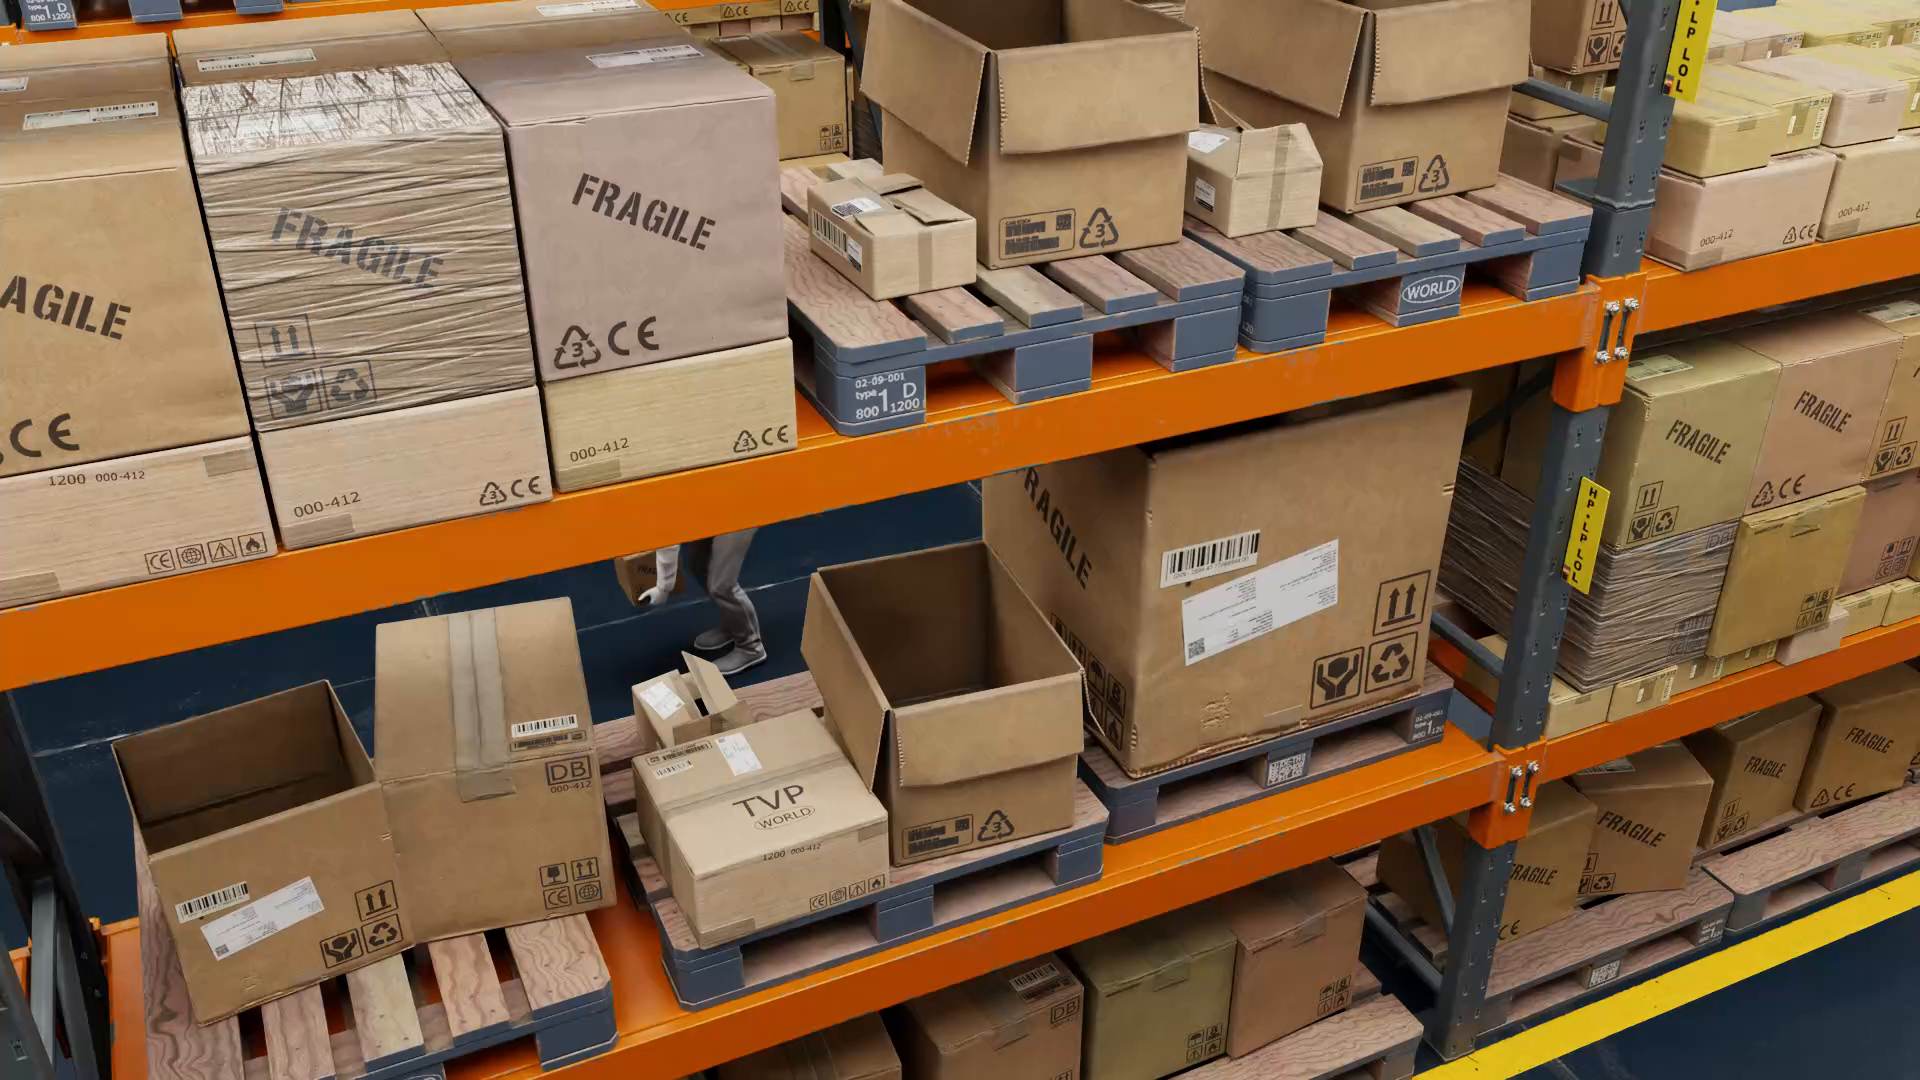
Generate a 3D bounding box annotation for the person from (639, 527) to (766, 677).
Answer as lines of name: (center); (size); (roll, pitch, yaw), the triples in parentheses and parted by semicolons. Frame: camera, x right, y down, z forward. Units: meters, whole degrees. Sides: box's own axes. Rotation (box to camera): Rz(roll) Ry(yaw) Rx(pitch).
person: (-1.277, 0.023, 7.456); (0.887, 1.306, 0.408); (-14, 32, -23)
